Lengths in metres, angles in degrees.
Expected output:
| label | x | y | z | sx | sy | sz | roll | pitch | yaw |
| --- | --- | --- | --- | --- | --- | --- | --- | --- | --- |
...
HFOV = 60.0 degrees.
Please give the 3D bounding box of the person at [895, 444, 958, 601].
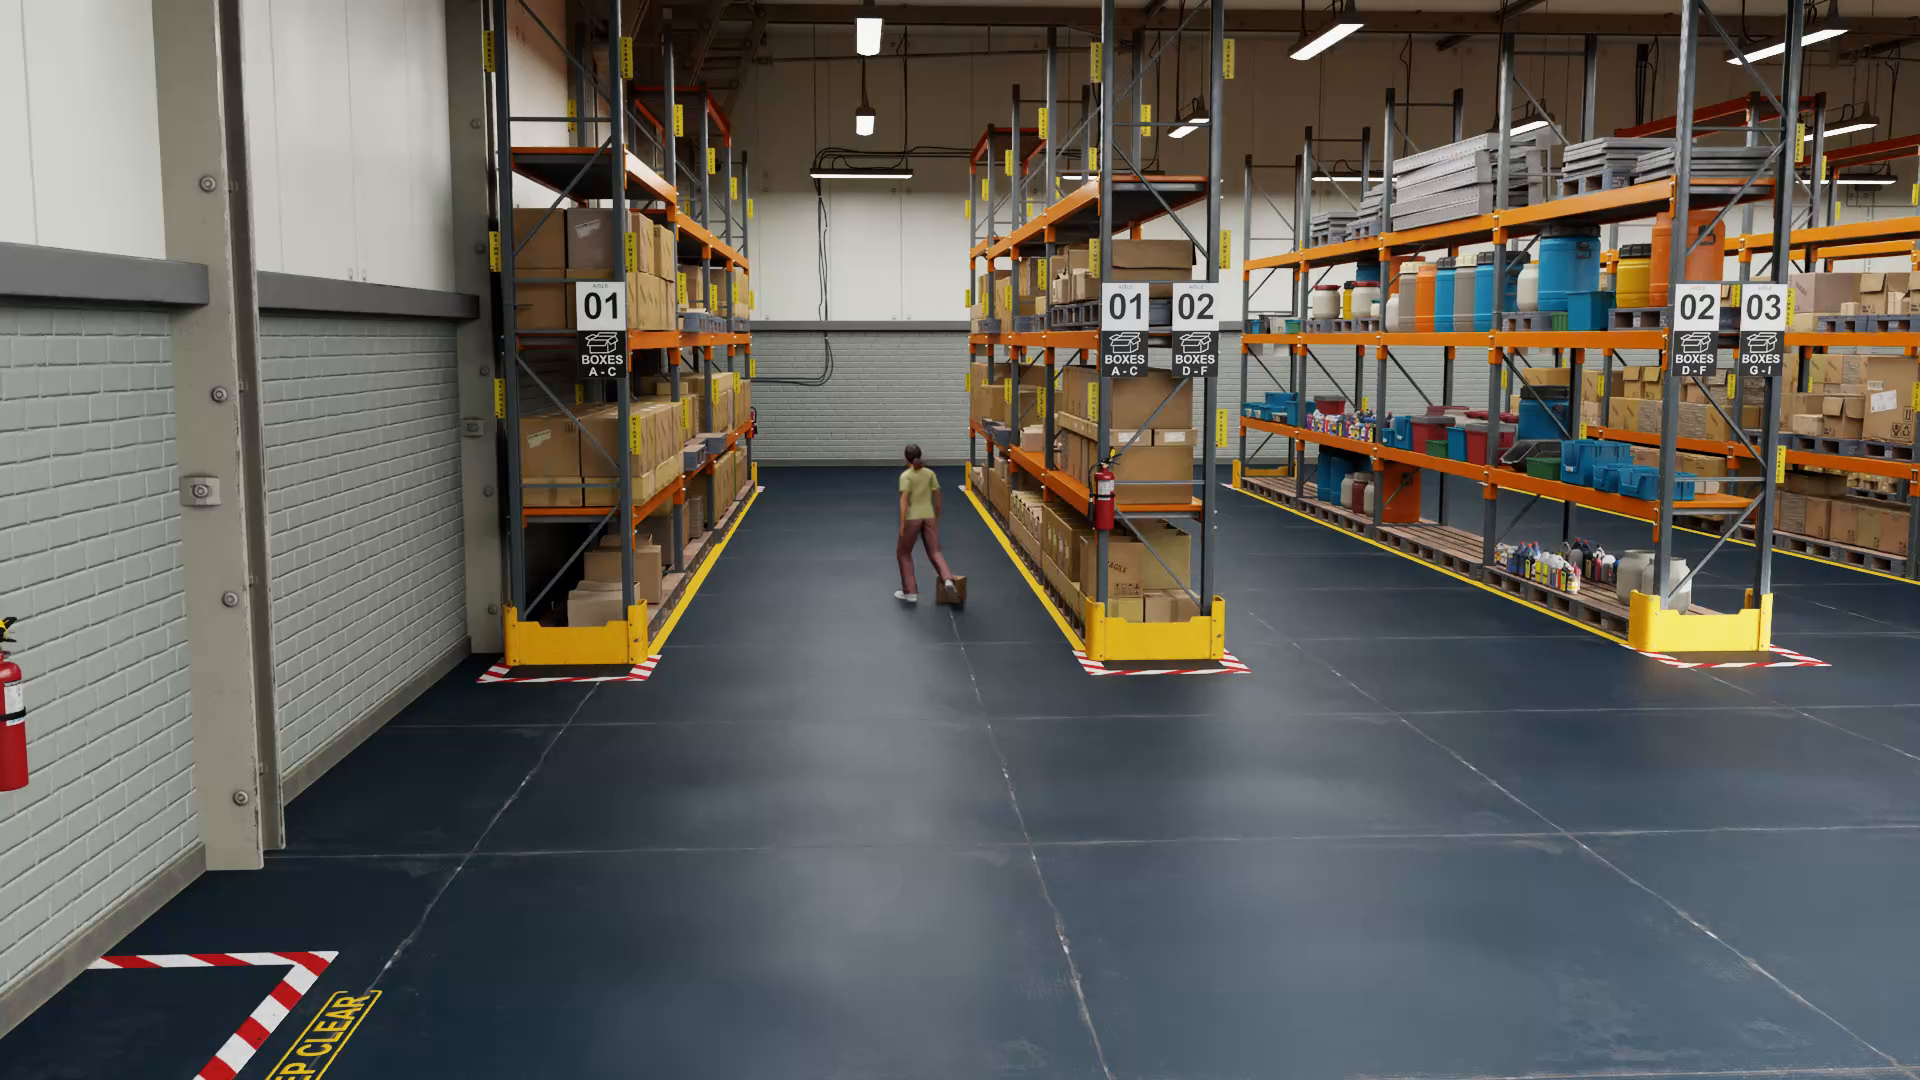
| label | x | y | z | sx | sy | sz | roll | pitch | yaw |
| --- | --- | --- | --- | --- | --- | --- | --- | --- | --- |
| person | -0.357 | -0.167 | 17.136 | 0.527 | 1.633 | 0.759 | -3 | 8 | -26 |
